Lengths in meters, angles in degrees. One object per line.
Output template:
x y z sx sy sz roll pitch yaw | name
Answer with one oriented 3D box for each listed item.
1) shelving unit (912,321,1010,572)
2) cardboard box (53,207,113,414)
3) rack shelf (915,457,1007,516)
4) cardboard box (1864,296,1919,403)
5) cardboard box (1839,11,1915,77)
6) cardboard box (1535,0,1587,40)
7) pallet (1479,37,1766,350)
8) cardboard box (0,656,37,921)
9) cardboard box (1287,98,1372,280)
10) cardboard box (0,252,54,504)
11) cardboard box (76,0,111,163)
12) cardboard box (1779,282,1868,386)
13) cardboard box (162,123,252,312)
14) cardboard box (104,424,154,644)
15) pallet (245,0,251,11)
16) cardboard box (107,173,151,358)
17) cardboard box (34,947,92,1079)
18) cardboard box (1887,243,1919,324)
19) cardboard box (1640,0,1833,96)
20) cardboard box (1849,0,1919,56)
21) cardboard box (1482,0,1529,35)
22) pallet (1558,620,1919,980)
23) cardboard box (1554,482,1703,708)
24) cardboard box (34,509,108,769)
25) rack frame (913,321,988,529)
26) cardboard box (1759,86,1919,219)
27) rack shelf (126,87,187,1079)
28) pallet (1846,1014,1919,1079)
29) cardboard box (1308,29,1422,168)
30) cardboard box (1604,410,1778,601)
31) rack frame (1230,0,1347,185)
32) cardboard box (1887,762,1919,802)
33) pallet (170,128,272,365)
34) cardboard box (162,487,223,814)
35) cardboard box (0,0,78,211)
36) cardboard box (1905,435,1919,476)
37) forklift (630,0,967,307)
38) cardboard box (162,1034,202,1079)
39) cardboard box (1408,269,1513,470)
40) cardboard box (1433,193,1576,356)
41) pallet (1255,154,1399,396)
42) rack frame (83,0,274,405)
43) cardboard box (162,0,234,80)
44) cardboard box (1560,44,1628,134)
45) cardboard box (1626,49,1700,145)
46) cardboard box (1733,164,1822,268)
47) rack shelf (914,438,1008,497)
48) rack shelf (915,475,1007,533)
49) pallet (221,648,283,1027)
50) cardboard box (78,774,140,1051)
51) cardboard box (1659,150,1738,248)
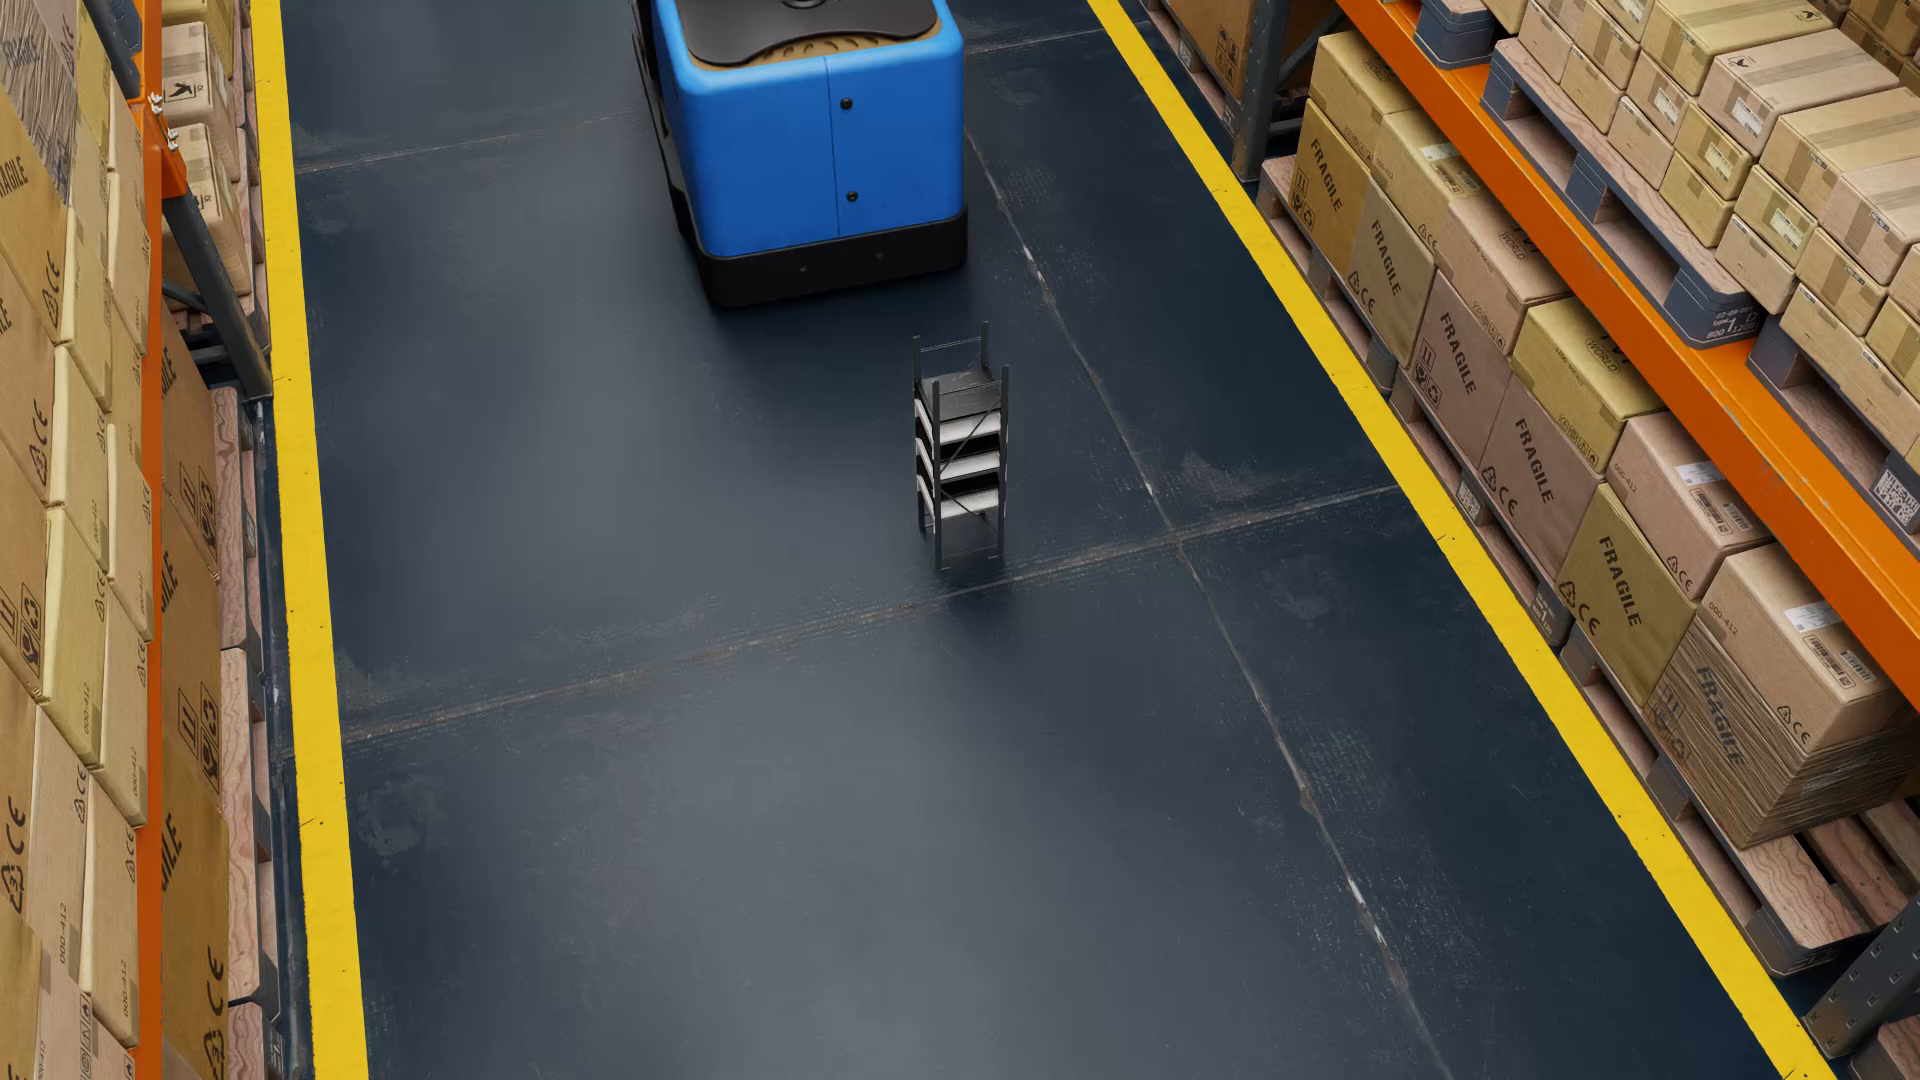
0.002 -0.284 5.401 0.258 0.900 0.210 -13 51 -11 | shelving unit
-2.340 -0.501 3.982 0.500 0.250 0.500 -15 51 -12 | cardboard box
0.002 -0.205 5.495 0.258 0.077 0.200 -13 51 -11 | rack shelf
2.374 -0.470 3.879 0.380 0.149 0.250 -11 51 -9 | cardboard box
2.688 -1.383 4.649 0.380 0.149 0.250 -14 51 -12 | cardboard box
1.910 -1.615 4.844 0.380 0.149 0.250 -13 51 -11 | cardboard box
2.272 -1.122 4.860 1.003 0.211 1.213 -13 51 -11 | pallet
-1.901 0.387 2.742 0.500 0.500 0.500 -14 51 -11 | cardboard box
1.613 -1.376 6.309 0.500 0.500 0.500 -15 52 -13 | cardboard box
-2.206 -0.356 3.368 0.500 0.500 0.500 -14 51 -12 | cardboard box
-2.666 -1.244 4.608 0.500 0.250 0.500 -13 51 -11 | cardboard box
2.301 -0.554 4.145 0.380 0.149 0.250 -16 52 -13 | cardboard box
-3.209 -1.131 6.186 0.950 0.372 0.625 -16 52 -13 | cardboard box
-2.176 0.038 3.854 0.500 0.250 0.500 -14 51 -12 | cardboard box
-4.003 -2.882 8.042 1.003 0.211 1.213 -13 51 -11 | pallet
-2.488 -0.699 4.476 0.500 0.250 0.500 -12 51 -10 | cardboard box
-1.729 0.996 2.720 0.500 0.250 0.500 -15 51 -12 | cardboard box
2.370 -0.580 3.777 0.380 0.149 0.250 -15 51 -12 | cardboard box
2.059 -1.343 4.421 0.380 0.149 0.250 -14 51 -11 | cardboard box
2.687 -1.477 4.534 0.380 0.149 0.250 -12 51 -10 | cardboard box
1.827 -1.713 5.122 0.380 0.149 0.250 -11 51 -9 | cardboard box
2.598 0.631 5.080 1.003 0.211 1.213 -13 51 -11 | pallet
2.219 0.113 5.053 0.500 0.500 0.500 -14 51 -12 | cardboard box
-2.034 0.247 3.351 0.500 0.250 0.500 -13 51 -11 | cardboard box
-0.028 -0.358 5.464 0.240 0.900 0.006 -13 51 -11 | rack frame
2.223 -0.952 4.091 0.380 0.149 0.250 -15 51 -12 | cardboard box
-2.460 0.265 4.035 1.077 0.370 4.000 -13 51 -11 | rack shelf
3.063 1.682 4.194 1.003 0.211 1.213 -13 51 -11 | pallet
1.620 -1.634 6.035 0.500 0.250 0.500 -15 52 -13 | cardboard box
2.229 -0.136 4.773 0.500 0.250 0.500 -11 51 -9 | cardboard box
1.647 -2.621 5.998 1.000 3.000 0.127 -13 51 -11 | rack frame
2.865 0.371 4.835 0.500 0.500 0.500 -12 51 -10 | cardboard box
-3.281 -1.100 6.539 1.003 0.211 1.213 -13 51 -11 | pallet
-2.667 0.297 4.652 0.875 0.875 0.875 -13 51 -11 | cardboard box
-2.489 -1.091 3.988 0.500 0.500 0.500 -13 51 -10 | cardboard box
2.446 -0.189 3.837 0.380 0.149 0.250 -13 51 -11 | cardboard box
-0.850 -2.998 6.361 1.130 2.935 3.031 -12 51 -10 | forklift
-2.128 1.608 3.547 0.875 0.875 0.875 -12 51 -10 | cardboard box
1.921 -0.636 5.684 0.500 0.500 0.500 -14 51 -12 | cardboard box
1.904 -0.899 5.416 0.500 0.250 0.500 -13 51 -11 | cardboard box
1.877 -1.151 6.582 1.003 0.211 1.213 -13 51 -11 | pallet
-3.052 -1.428 4.992 1.000 3.000 0.127 -13 51 -11 | rack frame
-3.654 -2.223 7.107 0.950 0.372 0.625 -12 51 -10 | cardboard box
1.981 -1.335 4.803 0.380 0.149 0.250 -13 51 -10 | cardboard box
2.064 -1.236 4.525 0.380 0.149 0.250 -12 51 -10 | cardboard box
2.213 -0.859 4.207 0.380 0.149 0.250 -16 52 -13 | cardboard box
0.002 -0.263 5.426 0.258 0.077 0.200 -13 51 -11 | rack shelf
0.002 -0.147 5.564 0.258 0.077 0.200 -13 51 -11 | rack shelf
-2.533 0.953 4.808 1.003 0.211 1.213 -13 51 -11 | pallet
-1.901 0.783 3.226 0.500 0.250 0.500 -14 51 -12 | cardboard box
2.135 -0.950 4.478 0.380 0.149 0.250 -11 51 -9 | cardboard box
